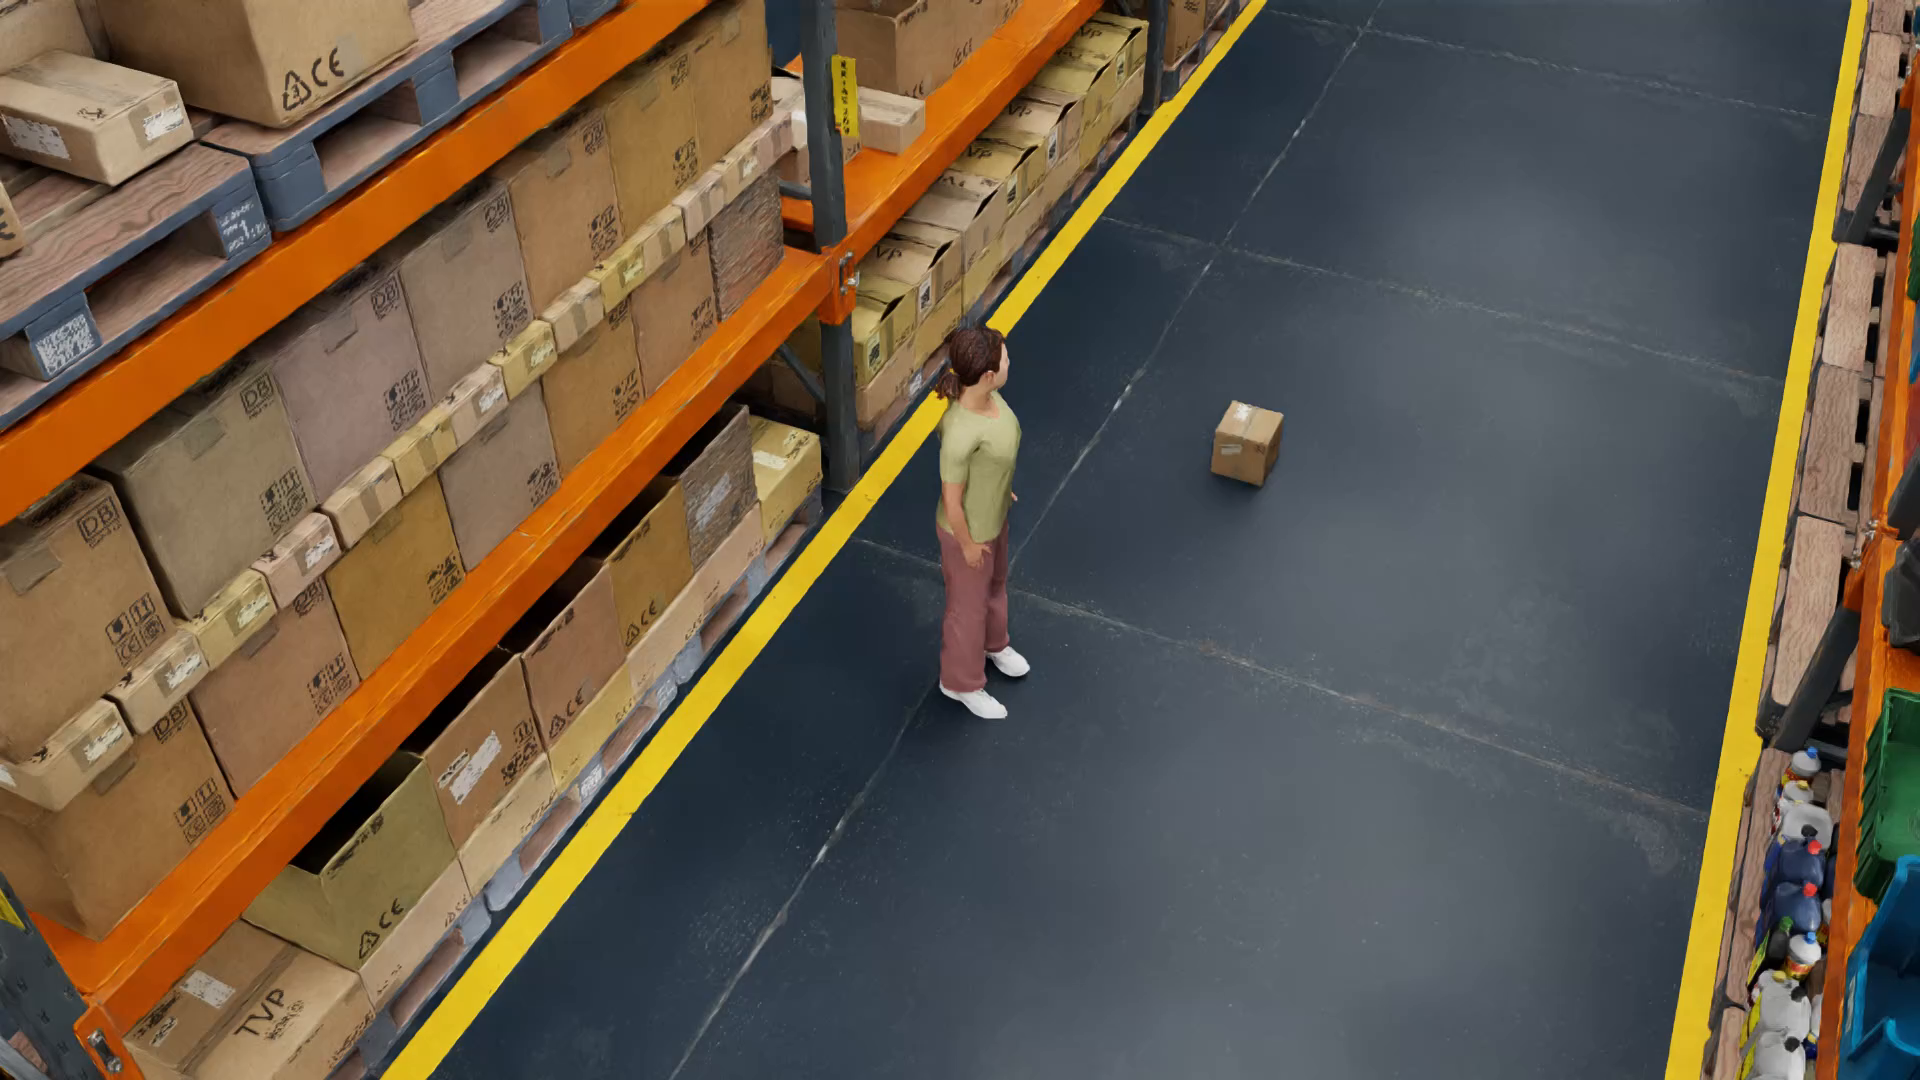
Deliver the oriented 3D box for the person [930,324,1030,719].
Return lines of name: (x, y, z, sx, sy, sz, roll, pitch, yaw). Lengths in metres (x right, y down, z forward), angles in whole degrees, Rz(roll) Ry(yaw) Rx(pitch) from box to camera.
person: (0.087, -0.069, 6.237, 0.390, 1.708, 0.484, 9, 43, 10)
